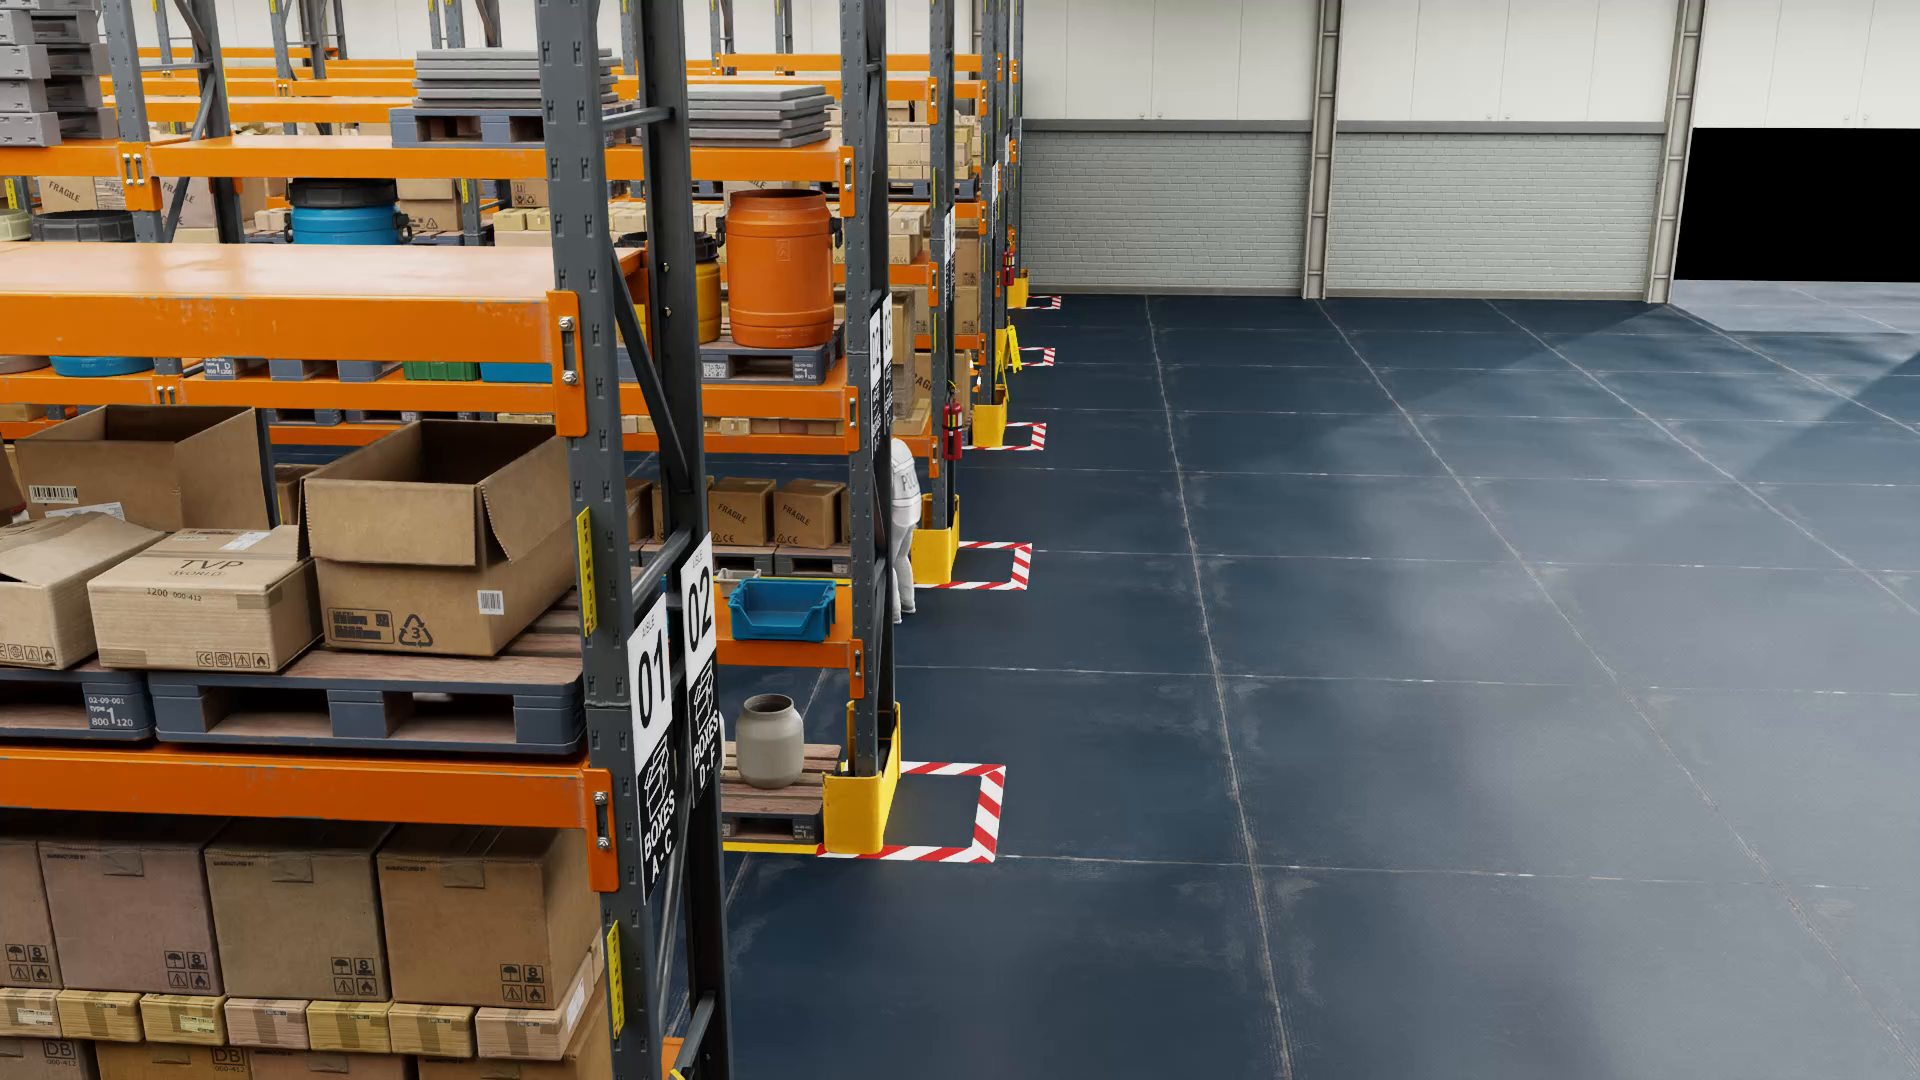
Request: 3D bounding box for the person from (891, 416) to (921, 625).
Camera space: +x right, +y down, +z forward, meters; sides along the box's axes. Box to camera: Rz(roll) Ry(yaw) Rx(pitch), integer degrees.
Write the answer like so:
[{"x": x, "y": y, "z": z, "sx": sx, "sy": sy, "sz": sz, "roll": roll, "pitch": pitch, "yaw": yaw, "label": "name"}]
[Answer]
[{"x": -0.553, "y": -0.180, "z": 13.604, "sx": 0.428, "sy": 1.751, "sz": 0.605, "roll": 7, "pitch": 19, "yaw": 21, "label": "person"}]
